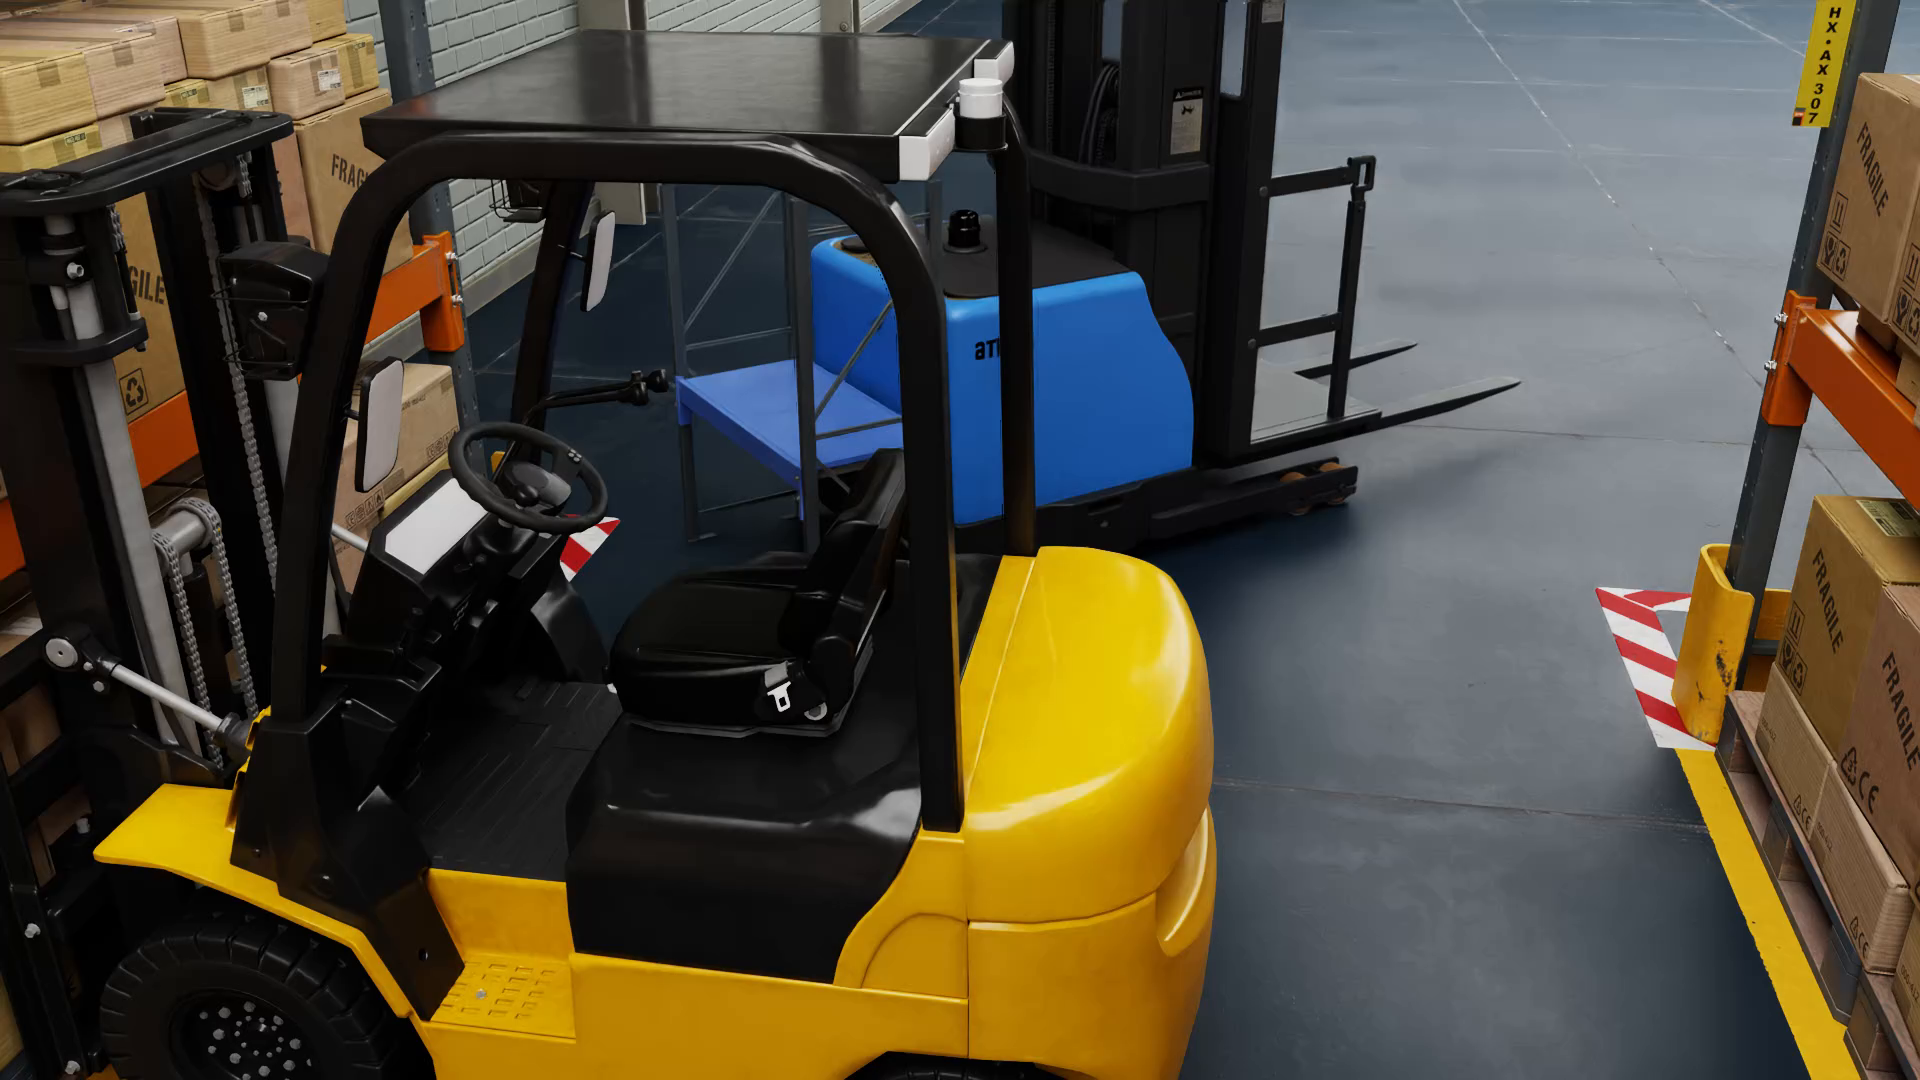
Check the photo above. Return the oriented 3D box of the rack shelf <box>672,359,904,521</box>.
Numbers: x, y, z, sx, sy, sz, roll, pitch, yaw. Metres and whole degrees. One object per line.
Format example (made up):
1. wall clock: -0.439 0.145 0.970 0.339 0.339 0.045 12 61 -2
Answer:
1. rack shelf: -0.541 -0.380 5.716 0.538 0.185 1.000 -15 29 -28

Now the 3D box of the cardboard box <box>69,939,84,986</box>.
1. cardboard box: -2.106 0.748 3.862 0.500 0.250 0.500 5 26 10

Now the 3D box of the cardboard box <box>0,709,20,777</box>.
1. cardboard box: -2.199 0.512 3.186 0.500 0.250 0.500 5 26 10

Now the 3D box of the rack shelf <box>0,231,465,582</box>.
1. rack shelf: -2.424 0.002 3.556 1.077 0.370 4.000 4 25 9

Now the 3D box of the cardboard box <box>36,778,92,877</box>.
1. cardboard box: -2.110 0.529 3.740 0.500 0.250 0.500 4 25 8

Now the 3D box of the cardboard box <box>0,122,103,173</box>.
1. cardboard box: -2.063 -0.797 3.531 0.380 0.149 0.250 4 25 9

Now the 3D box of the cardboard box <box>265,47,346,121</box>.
1. cardboard box: -1.890 -1.226 4.448 0.380 0.149 0.250 4 25 9

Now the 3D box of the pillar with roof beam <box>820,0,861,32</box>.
1. pillar with roof beam: 3.108 -8.369 13.515 9.100 9.000 0.400 4 25 9

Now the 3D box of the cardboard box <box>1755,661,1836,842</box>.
1. cardboard box: 2.396 0.555 4.273 0.500 0.250 0.500 4 25 8

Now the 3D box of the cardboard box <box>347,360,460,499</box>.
1. cardboard box: -1.865 -0.344 5.015 0.500 0.250 0.500 5 26 10

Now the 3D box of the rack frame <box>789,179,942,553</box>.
1. rack frame: -0.276 -0.359 5.247 0.500 1.500 0.032 -15 29 -28

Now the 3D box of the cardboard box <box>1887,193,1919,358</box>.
1. cardboard box: 2.368 -0.602 3.530 0.500 0.500 0.500 5 26 10

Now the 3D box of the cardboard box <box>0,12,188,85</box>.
1. cardboard box: -2.087 -1.154 3.943 0.380 0.149 0.250 4 25 9

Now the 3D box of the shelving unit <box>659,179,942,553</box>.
1. shelving unit: -0.541 -0.543 5.640 0.538 1.500 1.048 -15 29 -28

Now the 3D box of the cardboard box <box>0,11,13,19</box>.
1. cardboard box: -2.523 -1.187 4.015 0.380 0.149 0.250 4 25 9

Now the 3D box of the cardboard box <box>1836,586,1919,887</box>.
1. cardboard box: 2.311 0.445 3.625 0.500 0.500 0.500 3 25 7

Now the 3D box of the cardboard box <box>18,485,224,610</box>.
1. cardboard box: -2.015 0.082 4.105 0.500 0.250 0.500 4 25 9

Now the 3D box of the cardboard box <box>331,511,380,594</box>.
1. cardboard box: -1.961 0.103 4.651 0.500 0.250 0.500 4 25 8

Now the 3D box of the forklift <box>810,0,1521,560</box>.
1. forklift: 0.965 -1.597 6.205 3.031 2.935 1.130 -15 29 -28

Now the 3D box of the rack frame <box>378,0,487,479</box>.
1. rack frame: -2.097 -1.160 5.191 1.000 3.000 0.127 4 25 9

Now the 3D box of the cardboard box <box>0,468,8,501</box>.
1. cardboard box: -2.167 -0.340 3.320 0.500 0.500 0.500 4 25 9

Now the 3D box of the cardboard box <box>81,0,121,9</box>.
1. cardboard box: -2.468 -1.402 4.472 0.380 0.149 0.250 5 26 10

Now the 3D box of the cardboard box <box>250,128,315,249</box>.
1. cardboard box: -2.012 -0.765 4.229 0.500 0.500 0.500 5 26 10

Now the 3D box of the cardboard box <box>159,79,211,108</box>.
1. cardboard box: -2.044 -1.019 4.005 0.380 0.149 0.250 4 25 8

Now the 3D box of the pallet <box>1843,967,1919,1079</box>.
1. pallet: 2.419 1.323 3.175 1.003 0.211 1.213 4 25 9

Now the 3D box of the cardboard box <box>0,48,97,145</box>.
1. cardboard box: -2.057 -0.929 3.462 0.380 0.149 0.250 5 25 10

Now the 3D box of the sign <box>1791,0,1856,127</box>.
1. sign: 2.265 -1.248 4.356 0.100 0.325 0.005 4 25 9

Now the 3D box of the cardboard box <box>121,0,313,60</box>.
1. cardboard box: -1.957 -1.364 4.393 0.380 0.149 0.250 4 25 9

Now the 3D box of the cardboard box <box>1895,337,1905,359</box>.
1. cardboard box: 2.514 -0.470 4.012 0.380 0.149 0.250 4 25 9

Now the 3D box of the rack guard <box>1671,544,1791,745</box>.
1. rack guard: 2.788 0.346 4.921 1.175 0.500 0.348 4 25 9

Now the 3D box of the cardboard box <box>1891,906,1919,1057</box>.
1. cardboard box: 2.228 0.997 3.329 0.500 0.250 0.500 6 26 12

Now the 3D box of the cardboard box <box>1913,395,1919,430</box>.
1. cardboard box: 2.303 -0.262 3.567 0.380 0.149 0.250 4 25 9
